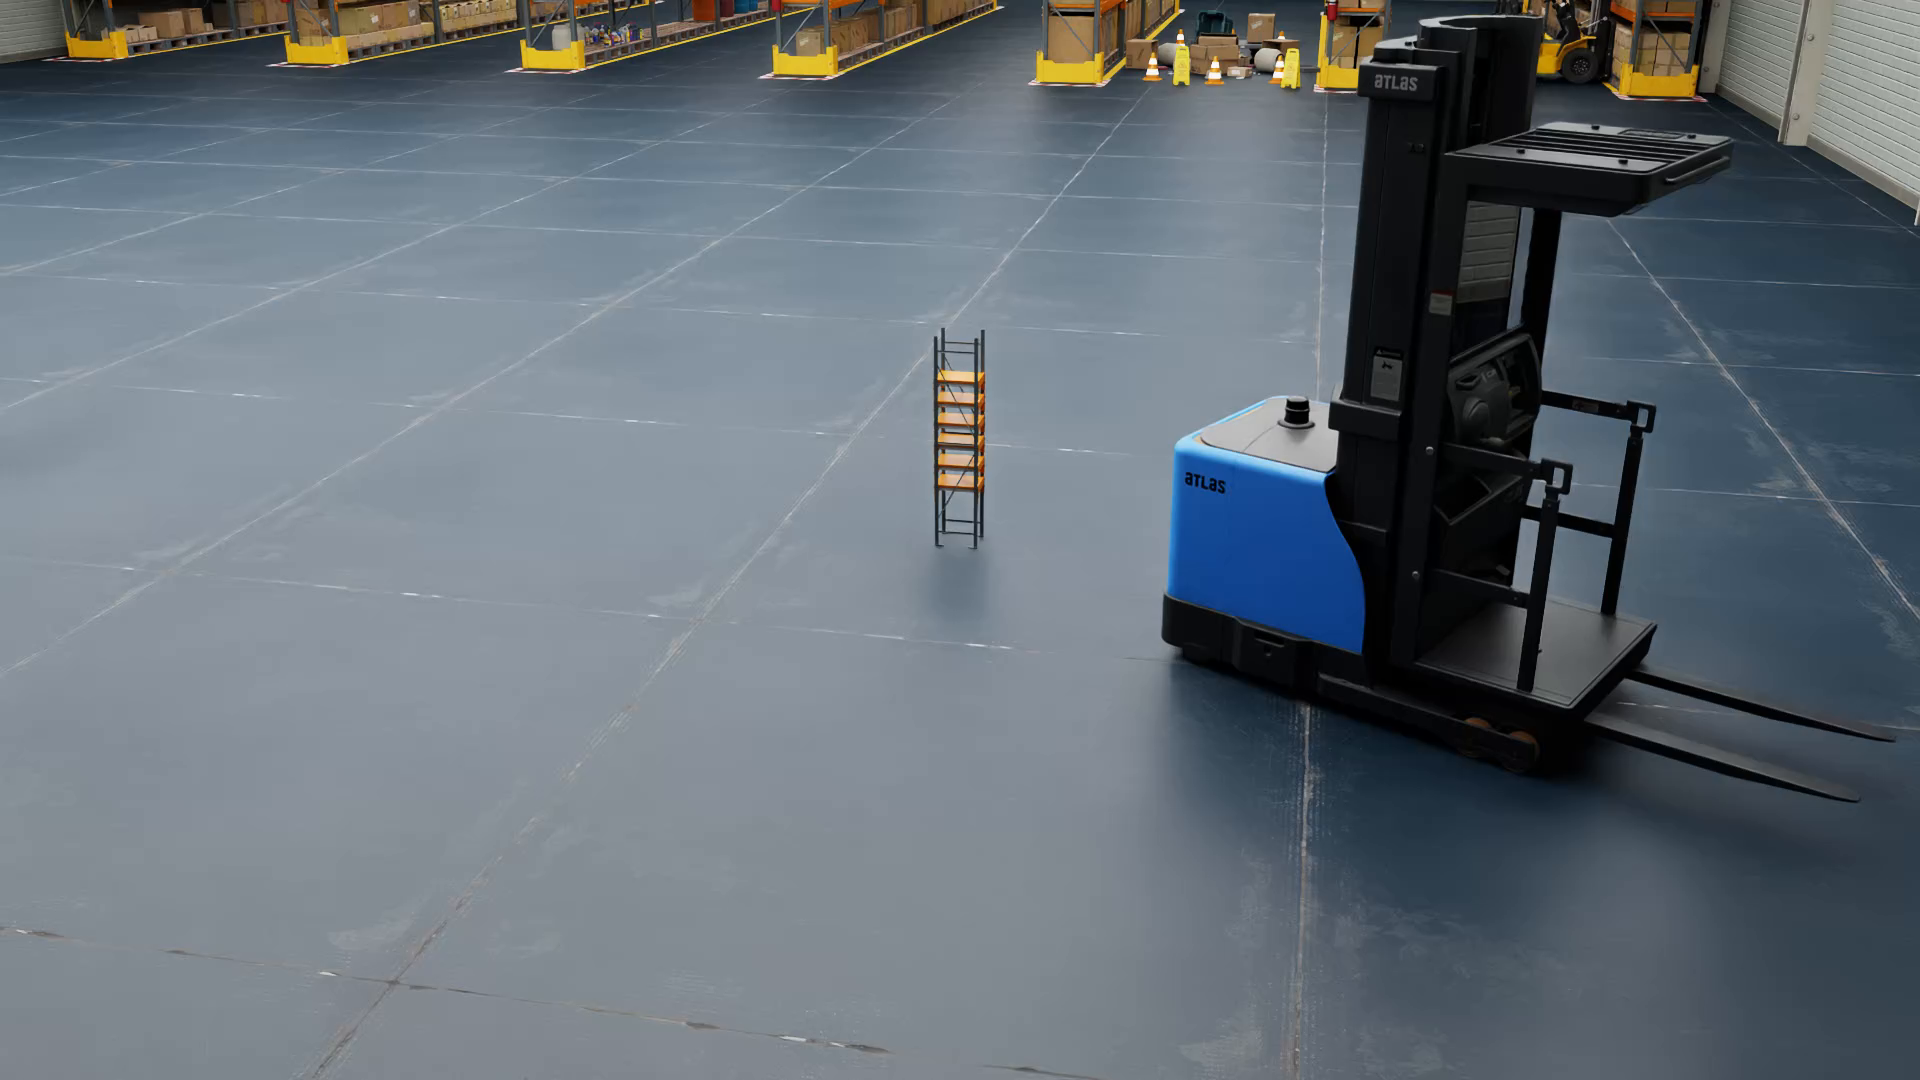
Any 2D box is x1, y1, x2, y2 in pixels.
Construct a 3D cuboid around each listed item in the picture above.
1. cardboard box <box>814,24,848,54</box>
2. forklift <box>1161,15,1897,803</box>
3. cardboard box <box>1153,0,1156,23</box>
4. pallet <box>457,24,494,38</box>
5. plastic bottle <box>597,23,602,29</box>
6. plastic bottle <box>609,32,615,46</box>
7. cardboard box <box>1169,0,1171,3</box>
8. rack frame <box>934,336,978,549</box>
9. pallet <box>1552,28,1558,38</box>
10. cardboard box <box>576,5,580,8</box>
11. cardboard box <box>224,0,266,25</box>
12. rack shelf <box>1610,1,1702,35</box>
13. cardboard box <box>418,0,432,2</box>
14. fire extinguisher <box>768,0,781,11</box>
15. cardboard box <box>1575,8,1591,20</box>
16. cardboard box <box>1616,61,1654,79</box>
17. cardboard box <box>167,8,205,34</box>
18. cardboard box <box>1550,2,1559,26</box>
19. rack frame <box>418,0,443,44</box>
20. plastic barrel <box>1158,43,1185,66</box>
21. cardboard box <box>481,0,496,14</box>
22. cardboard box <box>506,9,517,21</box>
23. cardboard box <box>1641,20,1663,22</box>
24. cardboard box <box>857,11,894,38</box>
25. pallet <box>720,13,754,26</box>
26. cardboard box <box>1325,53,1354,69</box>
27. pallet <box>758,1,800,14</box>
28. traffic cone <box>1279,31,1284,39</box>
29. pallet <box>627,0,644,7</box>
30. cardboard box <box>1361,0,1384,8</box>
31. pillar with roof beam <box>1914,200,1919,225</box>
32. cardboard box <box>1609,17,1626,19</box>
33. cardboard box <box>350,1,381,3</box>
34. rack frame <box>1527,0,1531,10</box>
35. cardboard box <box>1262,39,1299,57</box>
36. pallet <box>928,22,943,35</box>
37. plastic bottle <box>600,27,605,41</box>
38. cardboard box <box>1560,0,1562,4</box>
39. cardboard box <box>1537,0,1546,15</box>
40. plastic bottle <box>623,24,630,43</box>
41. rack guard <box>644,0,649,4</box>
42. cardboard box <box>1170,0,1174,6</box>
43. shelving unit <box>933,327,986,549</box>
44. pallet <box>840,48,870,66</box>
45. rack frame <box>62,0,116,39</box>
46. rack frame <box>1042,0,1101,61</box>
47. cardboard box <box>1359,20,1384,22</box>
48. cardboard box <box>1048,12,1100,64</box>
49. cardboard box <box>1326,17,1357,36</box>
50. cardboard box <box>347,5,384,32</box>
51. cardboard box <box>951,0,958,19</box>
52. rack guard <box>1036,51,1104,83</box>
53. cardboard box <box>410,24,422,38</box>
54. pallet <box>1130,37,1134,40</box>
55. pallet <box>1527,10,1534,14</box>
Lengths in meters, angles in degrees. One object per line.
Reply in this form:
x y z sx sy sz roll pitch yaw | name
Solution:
-2.494 -9.714 32.242 0.500 0.500 0.500 7 23 16 | cardboard box
2.432 -0.613 6.953 3.031 2.935 1.130 17 27 36 | forklift
4.293 -12.347 38.780 0.500 0.500 0.500 4 22 10 | cardboard box
-11.394 -11.649 37.995 1.003 0.211 1.213 4 22 11 | pallet
-7.476 -10.555 34.503 0.144 0.351 0.185 5 22 12 | plastic bottle
-6.982 -10.045 33.327 0.061 0.283 0.133 5 22 12 | plastic bottle
5.202 -13.854 42.594 0.380 0.149 0.250 5 22 12 | cardboard box
-0.022 -0.518 9.033 0.240 1.200 0.006 4 22 11 | rack frame
13.762 -11.218 36.924 1.003 0.211 1.213 4 22 11 | pallet
-10.050 -13.810 42.386 0.500 0.500 0.500 5 22 11 | cardboard box
-16.413 -12.106 38.155 0.700 0.500 0.500 4 22 10 | cardboard box
12.097 -9.268 29.314 1.077 0.370 4.000 4 22 11 | rack shelf
-14.718 -14.825 44.933 0.700 0.500 0.500 5 22 12 | cardboard box
-3.347 -9.960 30.173 0.296 0.674 0.183 4 22 11 | fire extinguisher
13.181 -10.662 34.429 0.875 0.625 0.625 5 23 13 | cardboard box
11.476 -7.986 28.285 0.500 0.250 0.500 5 22 11 | cardboard box
-16.776 -11.260 36.055 0.500 0.500 0.500 3 22 7 | cardboard box
13.720 -11.939 37.767 0.500 0.500 0.500 4 22 10 | cardboard box
-11.753 -12.222 35.686 1.000 3.000 0.127 4 22 11 | rack frame
4.049 -9.324 31.938 0.421 0.421 0.512 -16 27 -35 | plastic barrel
-11.008 -12.279 38.195 0.500 0.311 0.500 4 22 11 | cardboard box
-10.806 -12.393 39.230 0.500 0.250 0.500 5 22 12 | cardboard box
12.506 -9.335 30.298 0.500 0.250 0.500 4 22 10 | cardboard box
-1.794 -10.906 35.175 0.700 0.500 0.500 4 22 11 | cardboard box
-5.717 -12.749 40.727 1.003 0.211 1.213 4 22 11 | pallet
6.736 -8.492 29.541 0.500 0.250 0.500 4 22 11 | cardboard box
-4.914 -14.195 44.317 1.003 0.211 1.213 4 22 11 | pallet
6.528 -10.094 33.797 0.336 0.463 0.334 4 22 11 | traffic cone
-9.482 -14.998 46.311 1.003 0.211 1.213 4 22 11 | pallet
7.101 -9.239 28.616 0.380 0.149 0.250 5 22 11 | cardboard box
6.051 -7.779 16.622 9.100 9.000 0.400 4 22 11 | pillar with roof beam
12.099 -9.563 30.864 0.500 0.250 0.500 4 22 10 | cardboard box
-12.358 -10.978 34.711 0.500 0.500 0.500 4 22 11 | cardboard box
14.954 -14.722 41.893 1.000 3.000 0.127 4 22 11 | rack frame
6.095 -9.264 31.683 0.500 0.500 0.500 -16 27 -35 | cardboard box
-1.005 -11.918 38.662 1.003 0.211 1.213 4 22 11 | pallet
-7.387 -10.456 34.364 0.097 0.271 0.097 0 22 0 | plastic bottle
13.599 -12.002 37.055 0.380 0.149 0.250 5 23 13 | cardboard box
14.312 -12.851 40.032 0.700 0.500 0.500 4 22 9 | cardboard box
-6.859 -10.373 34.051 0.144 0.351 0.185 4 22 11 | plastic bottle
-9.320 -15.424 46.981 1.175 0.500 0.348 4 22 11 | rack guard
5.371 -14.002 43.358 0.380 0.149 0.250 5 23 13 | cardboard box
-0.003 -0.551 9.116 0.258 1.200 0.189 4 22 11 | shelving unit
-2.405 -9.476 32.601 1.003 0.211 1.213 4 22 11 | pallet
-17.420 -11.136 32.988 1.000 3.000 0.127 4 22 11 | rack frame
1.963 -9.588 29.145 1.000 3.000 0.127 4 22 11 | rack frame
7.482 -9.172 30.226 0.500 0.500 0.500 5 22 12 | cardboard box
2.036 -9.050 30.091 0.875 0.875 0.875 5 22 11 | cardboard box
7.055 -9.396 30.783 0.500 0.500 0.500 6 23 14 | cardboard box
-12.053 -10.573 33.705 0.500 0.500 0.500 4 22 11 | cardboard box
-0.716 -13.038 39.994 1.225 0.875 0.875 4 22 9 | cardboard box
1.958 -8.419 29.590 1.175 0.500 0.348 4 22 11 | rack guard
-11.746 -10.773 35.207 0.500 0.250 0.500 4 22 11 | cardboard box
3.109 -10.493 35.124 1.003 0.211 1.213 4 22 11 | pallet
14.777 -13.109 41.620 1.003 0.211 1.213 4 22 11 | pallet
